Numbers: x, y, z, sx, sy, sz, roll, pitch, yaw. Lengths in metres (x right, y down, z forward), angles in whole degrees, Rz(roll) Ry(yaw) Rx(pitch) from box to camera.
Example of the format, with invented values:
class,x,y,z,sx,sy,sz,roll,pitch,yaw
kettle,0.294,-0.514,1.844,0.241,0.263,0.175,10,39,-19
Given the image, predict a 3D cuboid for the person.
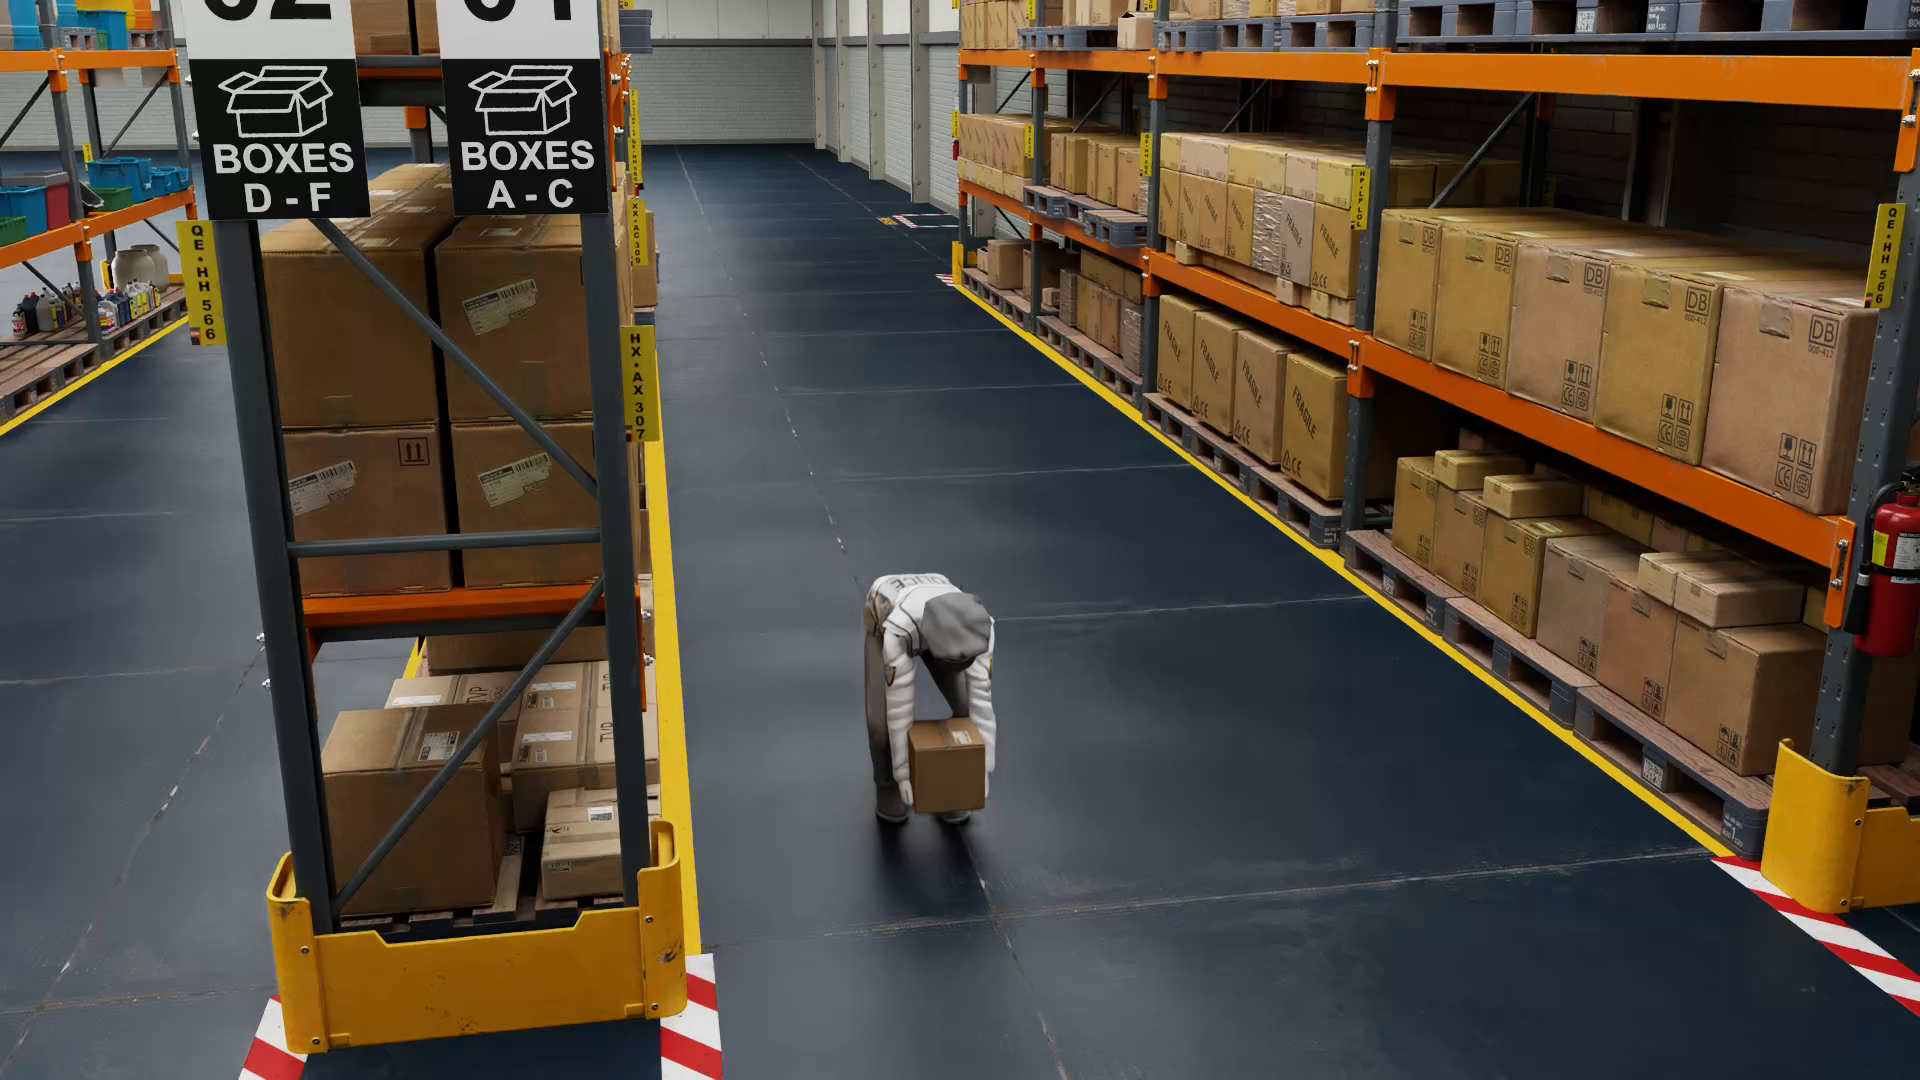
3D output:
class,x,y,z,sx,sy,sz,roll,pitch,yaw
person,-0.115,0.594,6.147,0.447,1.033,0.921,-4,17,-13
